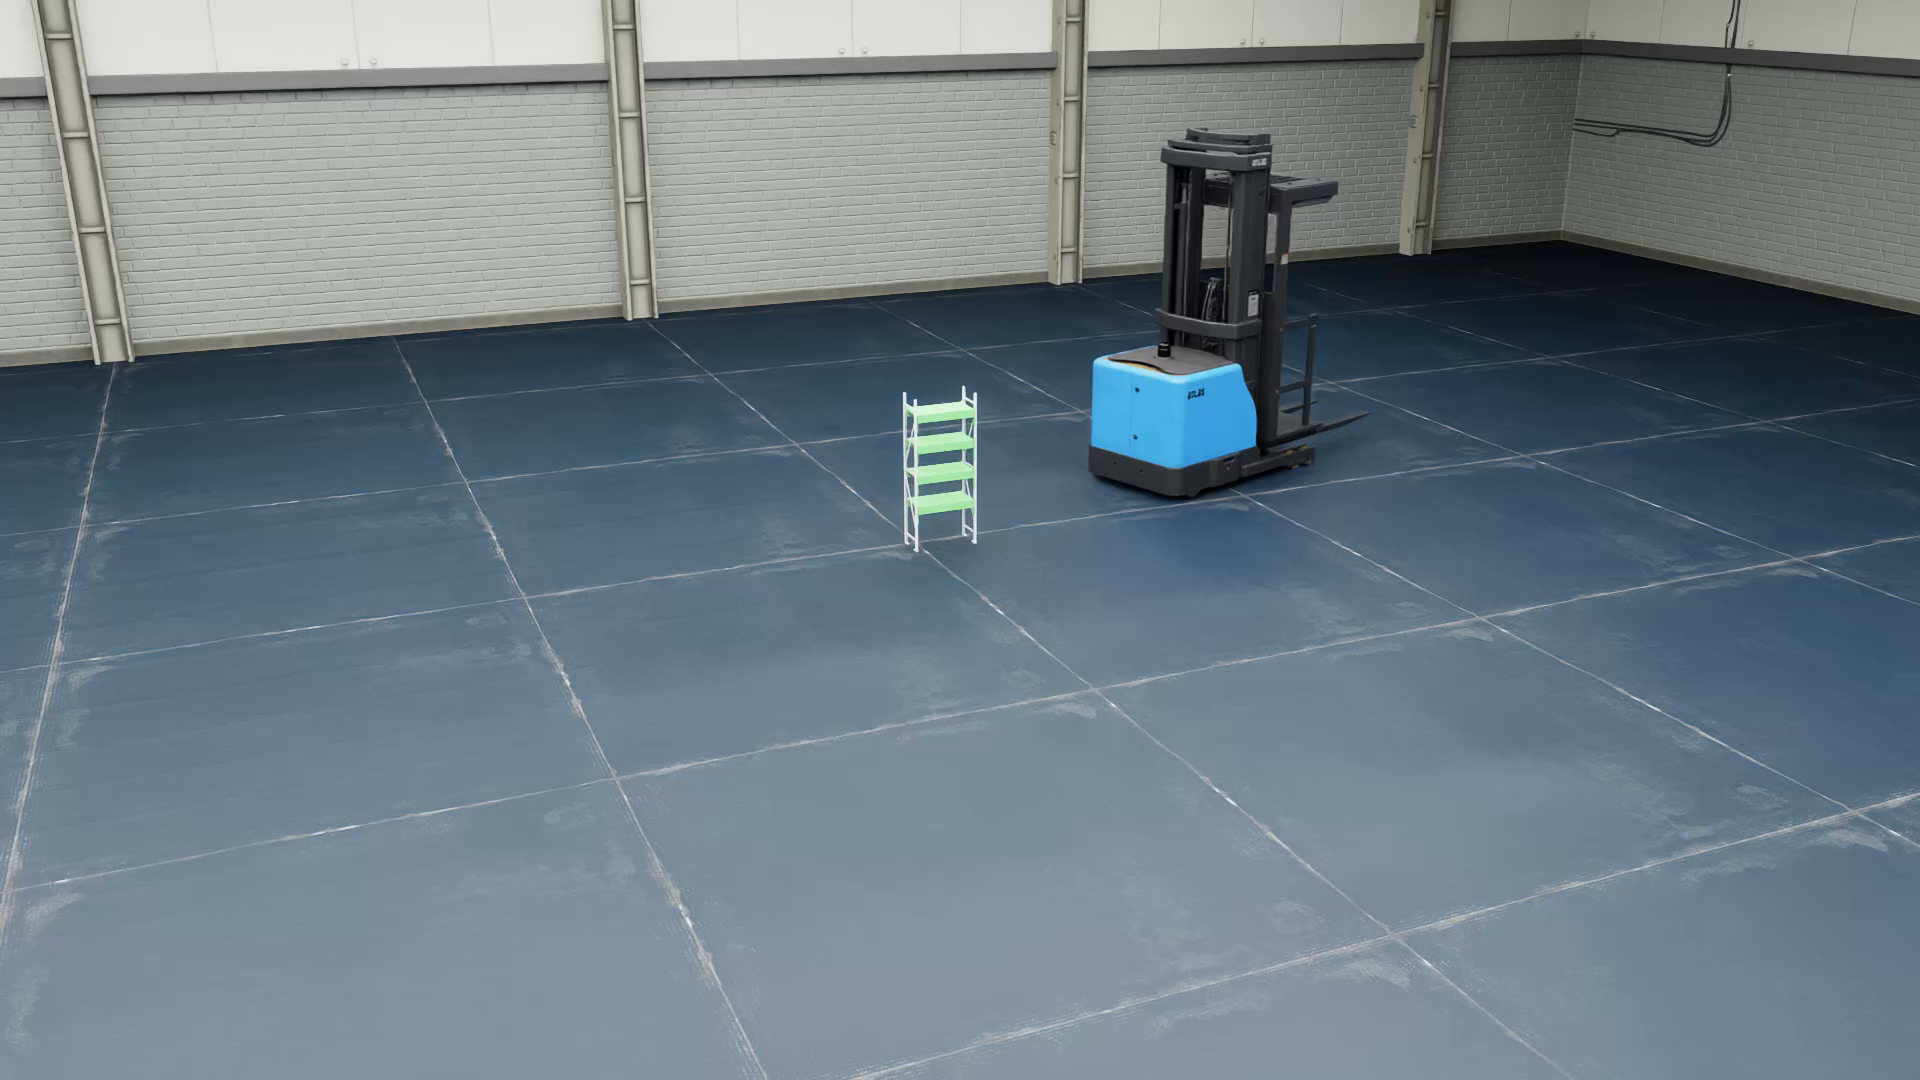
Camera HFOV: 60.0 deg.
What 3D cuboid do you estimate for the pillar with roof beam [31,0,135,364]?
[{"bbox_3d":[-7.846,-4.966,13.578,0.400,9.000,9.100,-8,21,-22],"label":"pillar with roof beam"}]

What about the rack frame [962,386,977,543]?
[{"bbox_3d":[0.072,-0.576,12.852,0.015,1.200,0.240,-8,21,-22],"label":"rack frame"}]

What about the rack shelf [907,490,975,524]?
[{"bbox_3d":[-0.152,-0.258,12.862,0.480,0.148,0.258,-8,21,-22],"label":"rack shelf"}]

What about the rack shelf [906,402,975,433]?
[{"bbox_3d":[-0.152,-0.937,12.623,0.480,0.148,0.258,-8,21,-22],"label":"rack shelf"}]

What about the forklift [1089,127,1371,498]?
[{"bbox_3d":[2.555,-2.130,14.659,3.031,2.935,1.130,-17,25,-39],"label":"forklift"}]

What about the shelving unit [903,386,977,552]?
[{"bbox_3d":[-0.152,-0.544,12.761,0.503,1.200,0.258,-8,21,-22],"label":"shelving unit"}]

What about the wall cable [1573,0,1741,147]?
[{"bbox_3d":[10.205,-7.167,24.502,0.112,2.526,3.097,-8,21,-22],"label":"wall cable"}]

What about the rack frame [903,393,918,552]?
[{"bbox_3d":[-0.376,-0.512,12.670,0.015,1.200,0.240,-8,21,-22],"label":"rack frame"}]

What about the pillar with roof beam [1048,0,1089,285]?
[{"bbox_3d":[3.172,-6.545,18.061,0.400,9.000,9.100,-8,21,-22],"label":"pillar with roof beam"}]

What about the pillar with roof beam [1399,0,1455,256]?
[{"bbox_3d":[8.682,-7.334,20.303,0.400,9.000,9.100,-8,21,-22],"label":"pillar with roof beam"}]

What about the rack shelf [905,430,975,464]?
[{"bbox_3d":[-0.152,-0.710,12.702,0.480,0.148,0.258,-8,21,-22],"label":"rack shelf"}]

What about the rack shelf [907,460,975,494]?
[{"bbox_3d":[-0.152,-0.484,12.782,0.480,0.148,0.258,-8,21,-22],"label":"rack shelf"}]

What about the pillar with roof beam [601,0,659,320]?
[{"bbox_3d":[-2.337,-5.756,15.819,0.400,9.000,9.100,-8,21,-22],"label":"pillar with roof beam"}]
